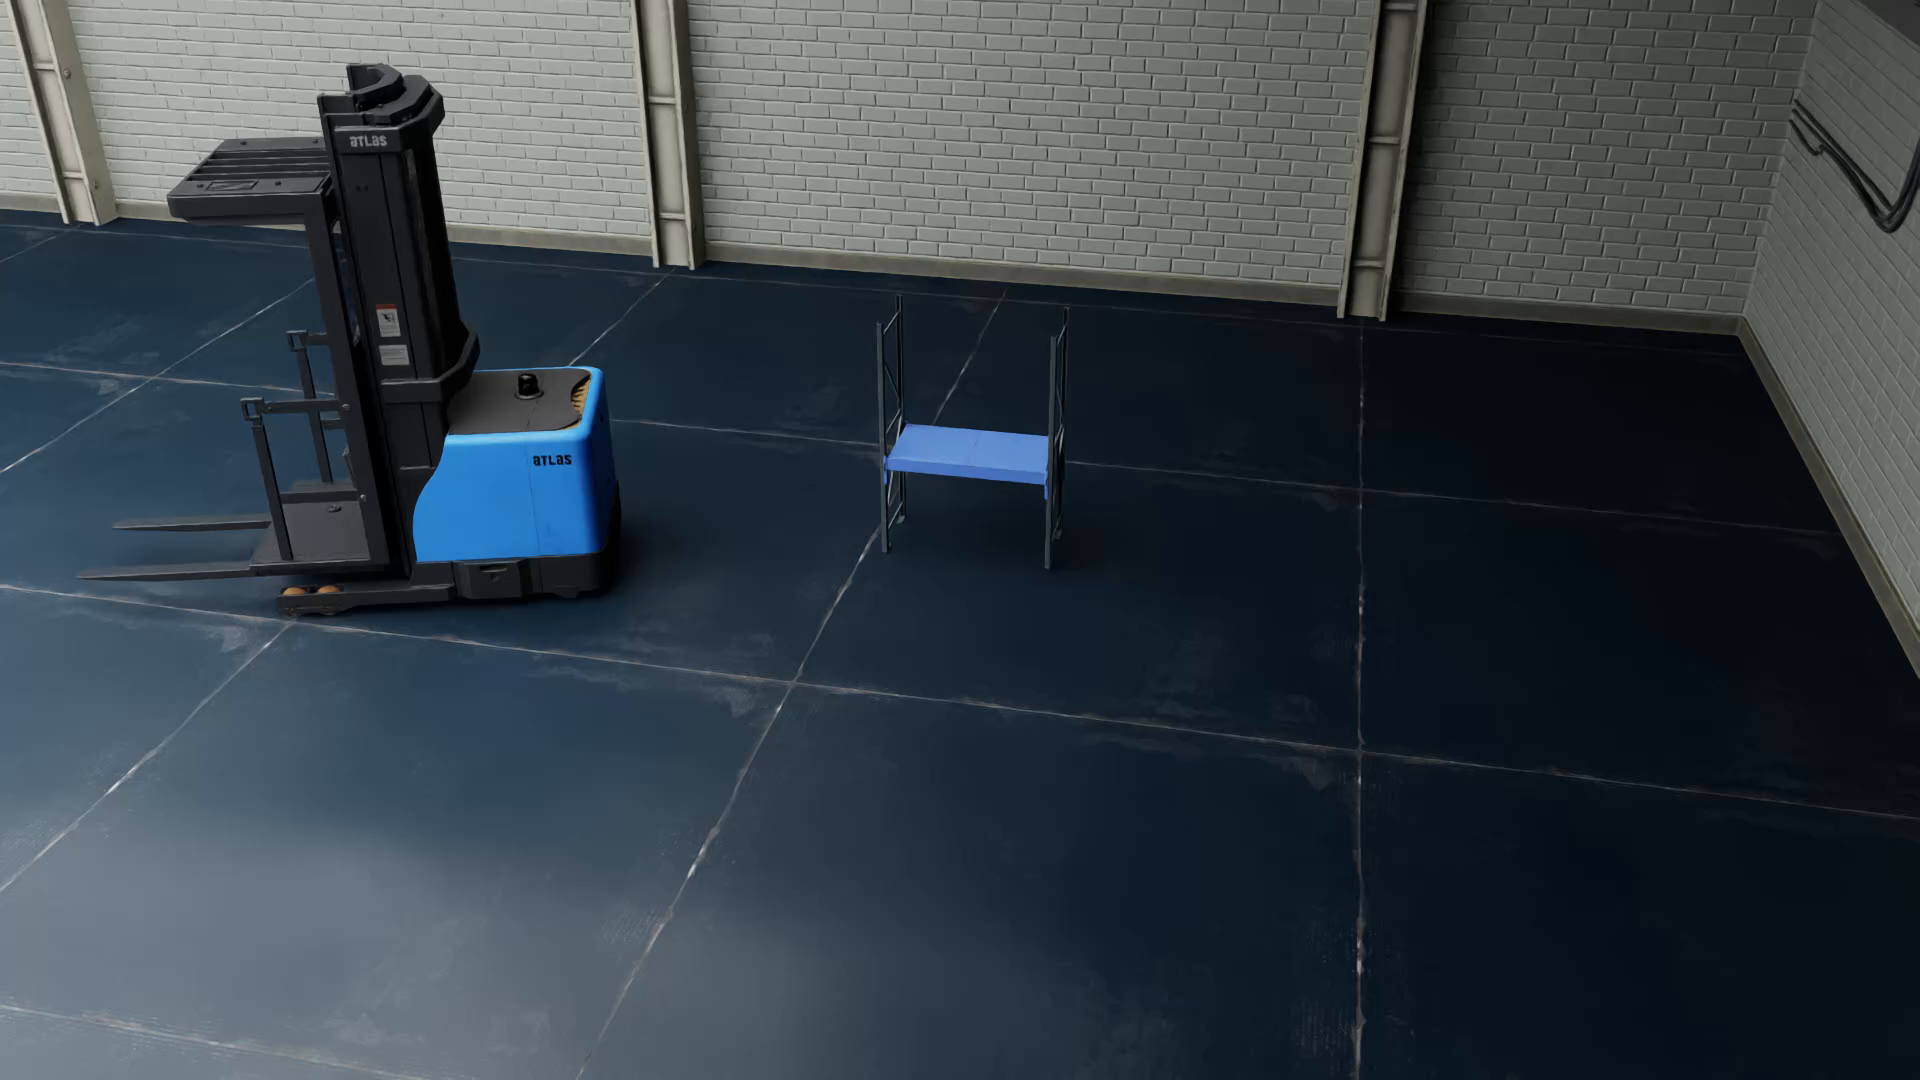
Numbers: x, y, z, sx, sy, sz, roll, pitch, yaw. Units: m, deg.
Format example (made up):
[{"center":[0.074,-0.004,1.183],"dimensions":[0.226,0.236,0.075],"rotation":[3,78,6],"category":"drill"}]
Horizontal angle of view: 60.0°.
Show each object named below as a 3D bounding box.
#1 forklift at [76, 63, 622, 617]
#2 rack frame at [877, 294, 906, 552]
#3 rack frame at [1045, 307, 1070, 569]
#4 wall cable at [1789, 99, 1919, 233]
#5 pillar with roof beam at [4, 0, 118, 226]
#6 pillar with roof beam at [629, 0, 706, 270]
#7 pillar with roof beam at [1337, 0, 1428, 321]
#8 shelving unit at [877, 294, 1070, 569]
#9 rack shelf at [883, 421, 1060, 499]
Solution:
[{"center":[-3.612,-1.109,9.385],"dimensions":[3.031,2.935,1.130],"rotation":[-3,29,-5],"category":"forklift"},{"center":[-0.414,-0.700,10.129],"dimensions":[0.032,1.500,0.500],"rotation":[6,29,11],"category":"rack frame"},{"center":[0.581,-0.598,9.943],"dimensions":[0.032,1.500,0.500],"rotation":[6,29,11],"category":"rack frame"},{"center":[5.954,-3.562,10.781],"dimensions":[0.112,2.526,3.097],"rotation":[6,29,11],"category":"wall cable"},{"center":[-9.285,-5.022,10.214],"dimensions":[0.400,9.000,9.100],"rotation":[6,29,11],"category":"pillar with roof beam"},{"center":[-3.418,-4.420,9.115],"dimensions":[0.400,9.000,9.100],"rotation":[6,29,11],"category":"pillar with roof beam"},{"center":[2.450,-3.819,8.016],"dimensions":[0.400,9.000,9.100],"rotation":[6,29,11],"category":"pillar with roof beam"},{"center":[0.083,-0.649,10.036],"dimensions":[1.048,1.500,0.538],"rotation":[6,29,11],"category":"shelving unit"},{"center":[0.083,-0.492,10.123],"dimensions":[1.000,0.185,0.538],"rotation":[6,29,11],"category":"rack shelf"}]
